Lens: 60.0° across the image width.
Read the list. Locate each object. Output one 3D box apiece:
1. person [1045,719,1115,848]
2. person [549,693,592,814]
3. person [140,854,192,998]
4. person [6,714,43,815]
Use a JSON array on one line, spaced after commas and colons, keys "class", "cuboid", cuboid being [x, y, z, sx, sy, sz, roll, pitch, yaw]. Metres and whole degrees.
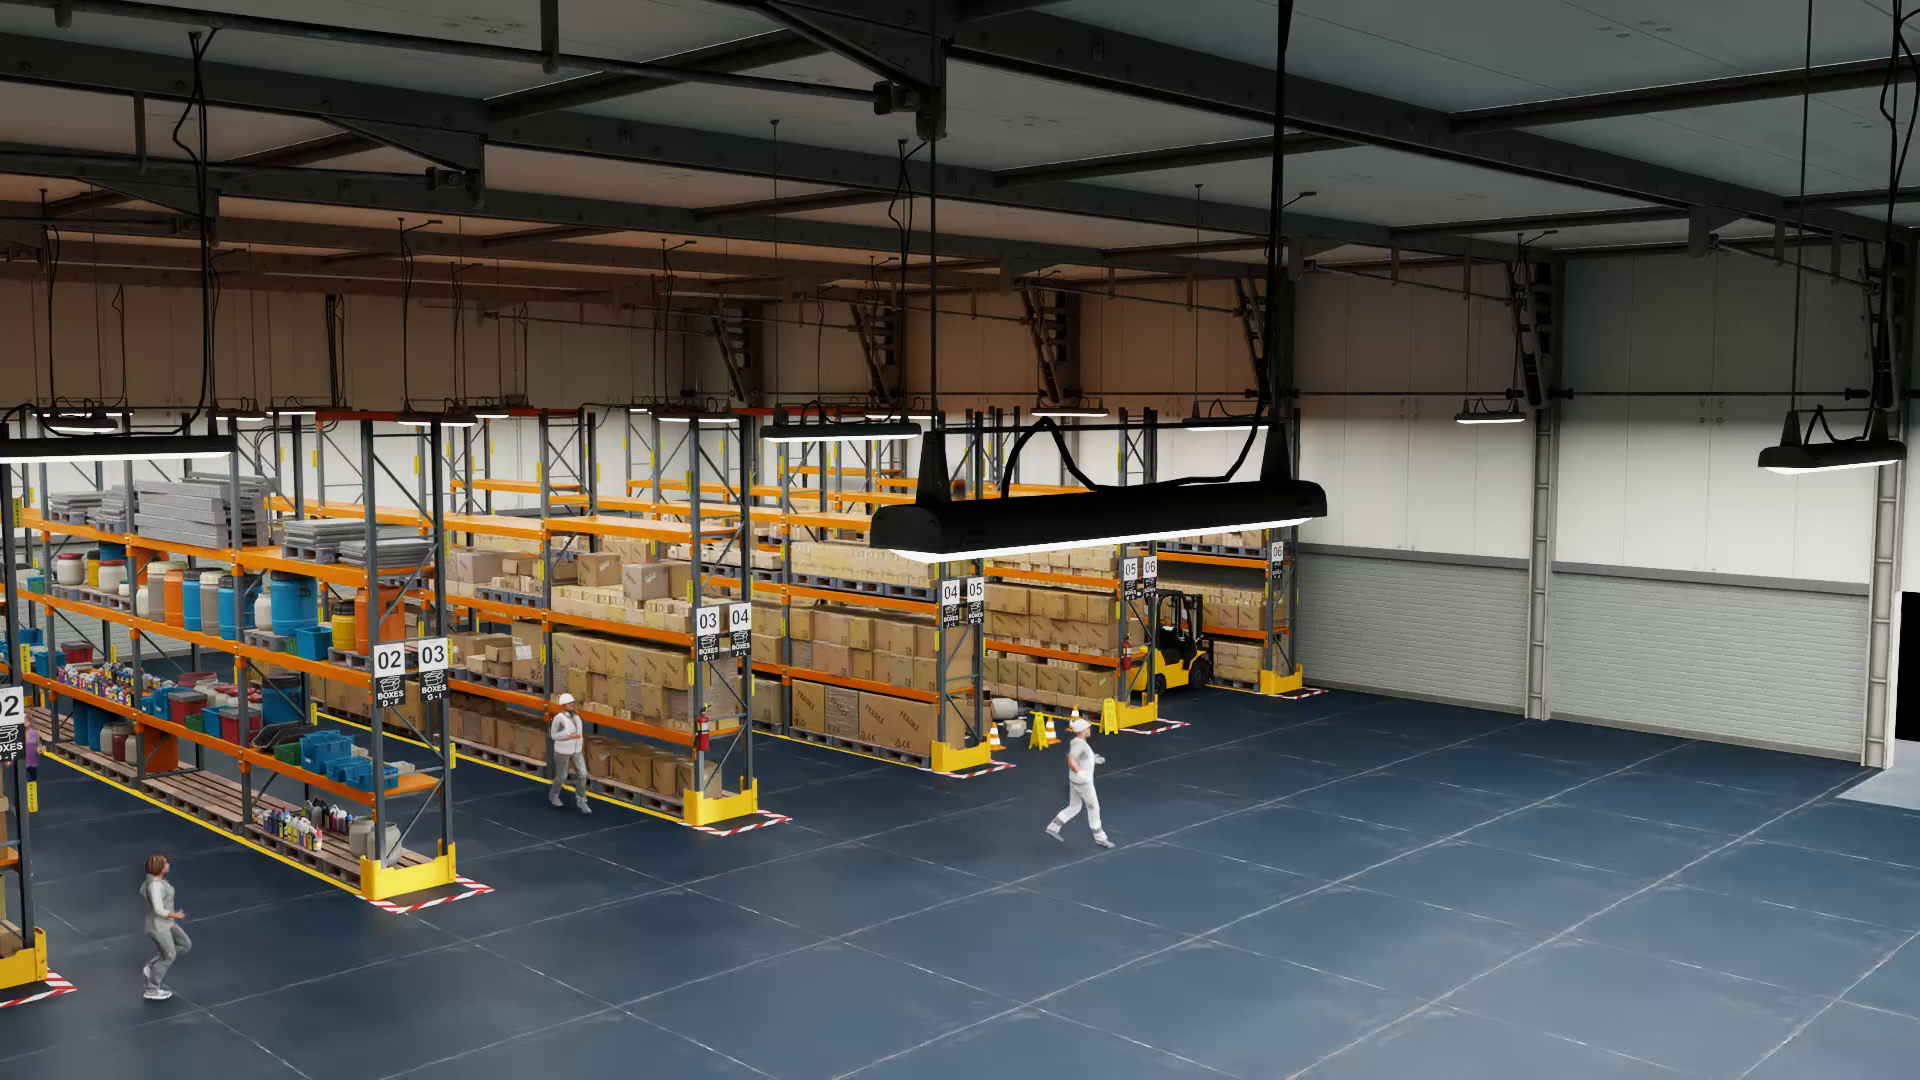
[{"class": "person", "cuboid": [1.670, 3.377, 23.075, 0.983, 1.805, 0.651, -1, 5, -11]}, {"class": "person", "cuboid": [-5.943, 3.216, 25.128, 0.805, 1.824, 0.644, 4, 7, 40]}, {"class": "person", "cuboid": [-8.305, 4.025, 17.361, 0.481, 1.551, 0.571, -2, 5, -21]}, {"class": "person", "cuboid": [-13.793, 3.358, 24.536, 0.662, 1.592, 0.506, 3, 6, 28]}]
